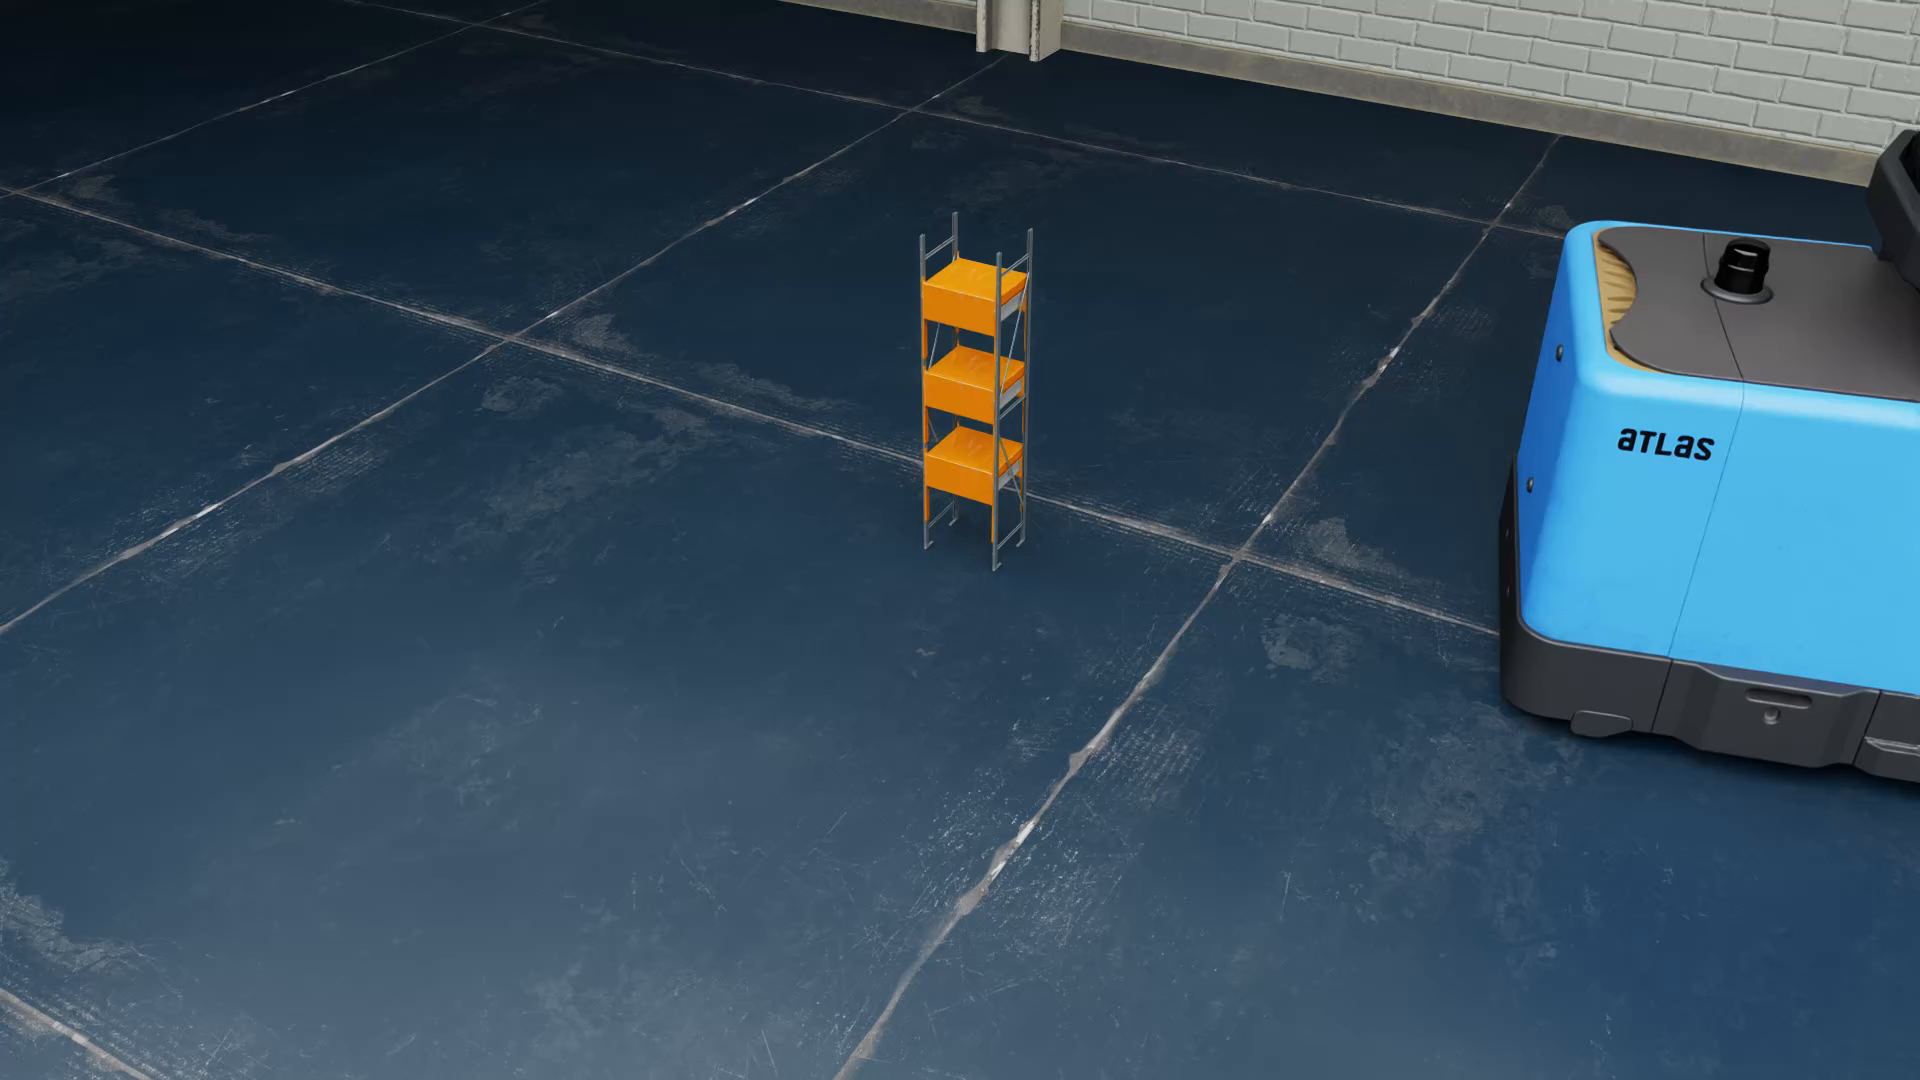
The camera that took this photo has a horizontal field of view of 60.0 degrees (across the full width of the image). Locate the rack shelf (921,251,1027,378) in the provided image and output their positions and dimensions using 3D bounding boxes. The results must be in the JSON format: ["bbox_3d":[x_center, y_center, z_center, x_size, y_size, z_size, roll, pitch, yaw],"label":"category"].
[{"bbox_3d":[0.046,-0.650,4.785,0.240,0.259,0.215,18,37,24],"label":"rack shelf"}]

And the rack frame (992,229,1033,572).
[{"bbox_3d":[0.152,-0.389,4.887,0.008,1.050,0.200,18,37,24],"label":"rack frame"}]

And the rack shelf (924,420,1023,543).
[{"bbox_3d":[0.046,-0.182,5.097,0.240,0.259,0.215,18,37,24],"label":"rack shelf"}]

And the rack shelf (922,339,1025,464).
[{"bbox_3d":[0.046,-0.413,4.943,0.240,0.259,0.215,18,37,24],"label":"rack shelf"}]

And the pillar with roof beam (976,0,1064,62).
[{"bbox_3d":[-1.800,-4.461,3.830,0.400,9.000,9.100,18,37,24],"label":"pillar with roof beam"}]

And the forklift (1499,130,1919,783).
[{"bbox_3d":[3.042,-0.772,3.765,3.031,2.935,1.130,8,35,12],"label":"forklift"}]

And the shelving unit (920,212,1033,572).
[{"bbox_3d":[0.046,-0.422,4.937,0.252,1.050,0.215,18,37,24],"label":"shelving unit"}]

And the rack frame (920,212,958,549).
[{"bbox_3d":[-0.059,-0.456,4.987,0.008,1.050,0.200,18,37,24],"label":"rack frame"}]
